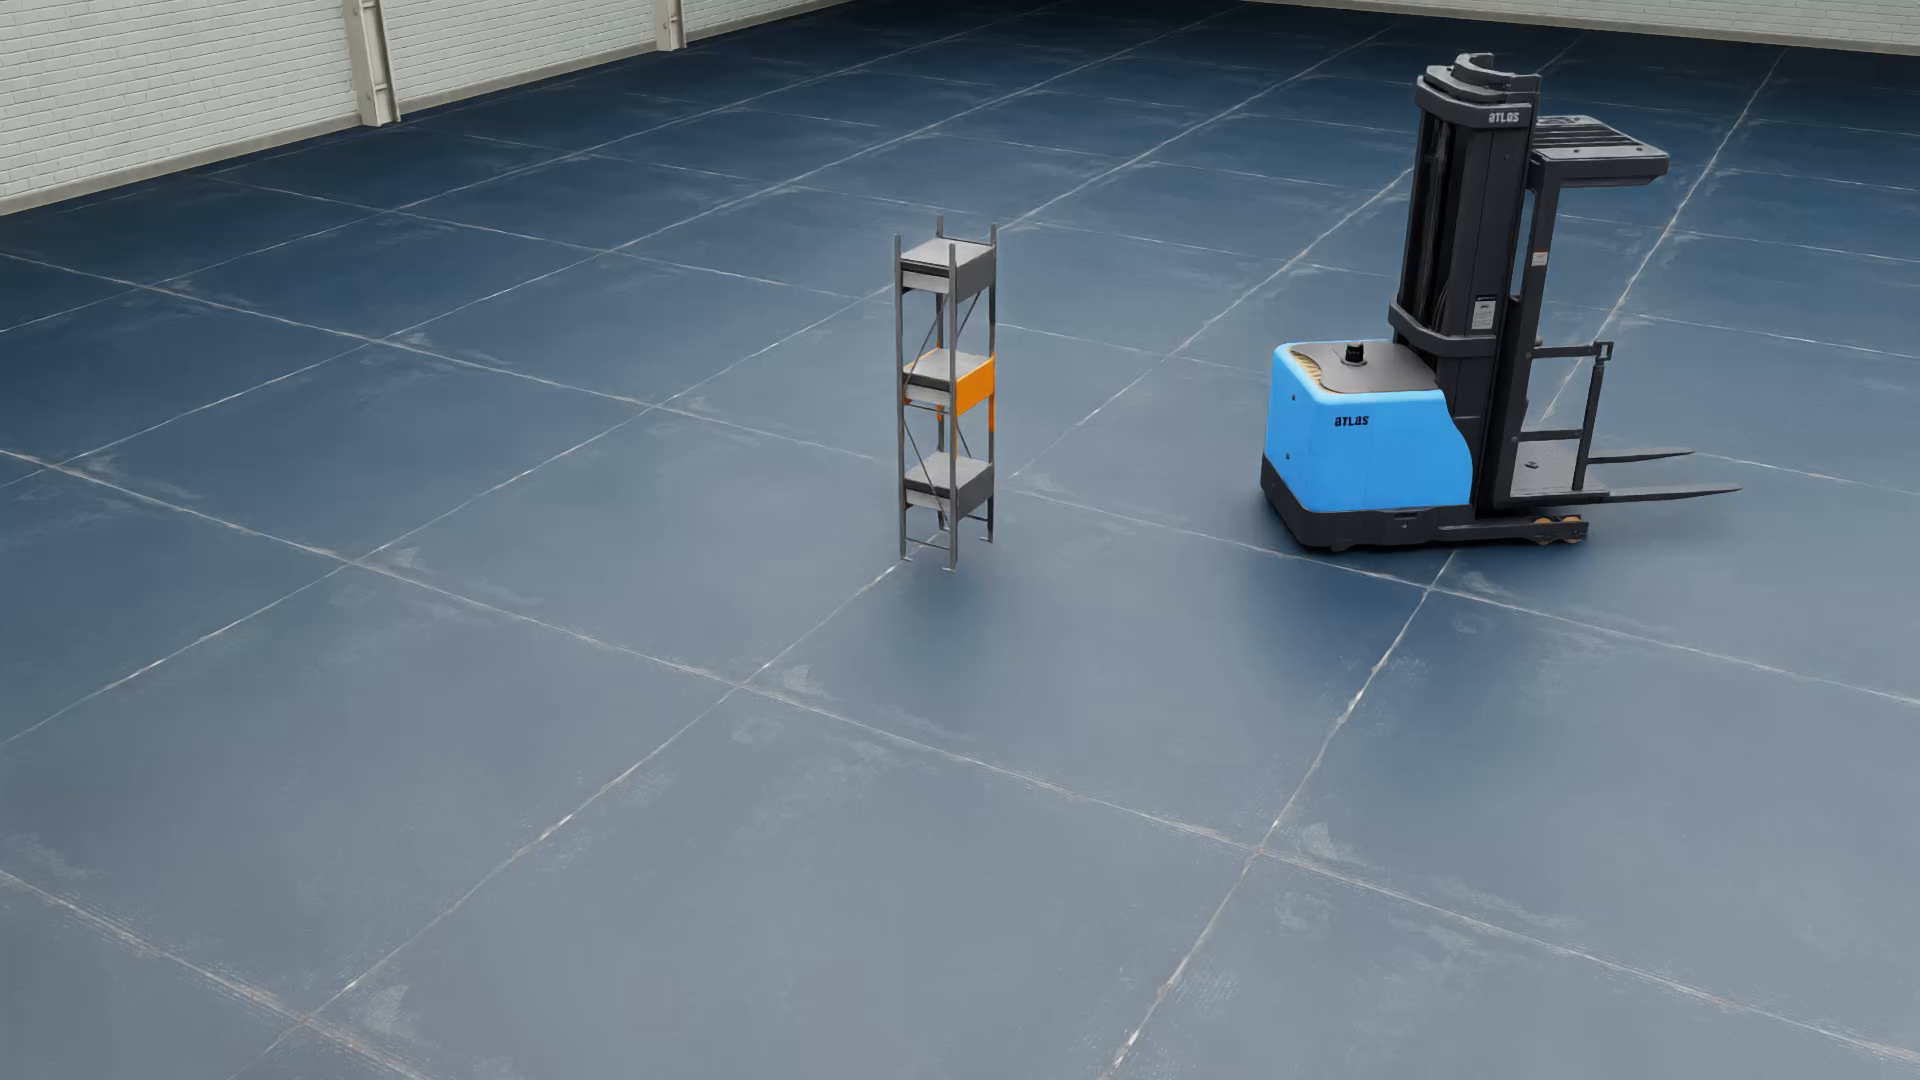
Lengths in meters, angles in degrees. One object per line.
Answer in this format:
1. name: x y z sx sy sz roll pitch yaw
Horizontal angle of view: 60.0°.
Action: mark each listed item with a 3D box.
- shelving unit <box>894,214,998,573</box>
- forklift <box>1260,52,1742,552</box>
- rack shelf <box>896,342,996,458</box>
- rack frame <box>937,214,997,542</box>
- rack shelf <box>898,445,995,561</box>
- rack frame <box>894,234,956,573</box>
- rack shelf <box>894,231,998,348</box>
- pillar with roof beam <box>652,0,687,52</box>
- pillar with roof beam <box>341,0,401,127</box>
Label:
1. shelving unit: -0.081 -0.874 10.151 0.431 2.100 0.503 14 30 26
2. forklift: 3.602 -1.514 10.500 3.031 2.935 1.130 -3 27 -6
3. rack shelf: -0.081 -0.862 10.157 0.431 0.518 0.480 14 30 26
4. rack frame: 0.039 -0.970 10.341 0.400 2.100 0.015 14 30 26
5. rack shelf: -0.081 -0.236 10.471 0.431 0.518 0.480 14 30 26
6. rack frame: -0.201 -0.779 9.961 0.400 2.100 0.015 14 30 26
7. rack shelf: -0.081 -1.488 9.844 0.431 0.518 0.480 14 30 26
8. pillar with roof beam: -0.809 -10.830 22.331 9.100 9.000 0.400 14 30 26
9. pillar with roof beam: -3.760 -8.491 17.660 9.100 9.000 0.400 14 30 26
